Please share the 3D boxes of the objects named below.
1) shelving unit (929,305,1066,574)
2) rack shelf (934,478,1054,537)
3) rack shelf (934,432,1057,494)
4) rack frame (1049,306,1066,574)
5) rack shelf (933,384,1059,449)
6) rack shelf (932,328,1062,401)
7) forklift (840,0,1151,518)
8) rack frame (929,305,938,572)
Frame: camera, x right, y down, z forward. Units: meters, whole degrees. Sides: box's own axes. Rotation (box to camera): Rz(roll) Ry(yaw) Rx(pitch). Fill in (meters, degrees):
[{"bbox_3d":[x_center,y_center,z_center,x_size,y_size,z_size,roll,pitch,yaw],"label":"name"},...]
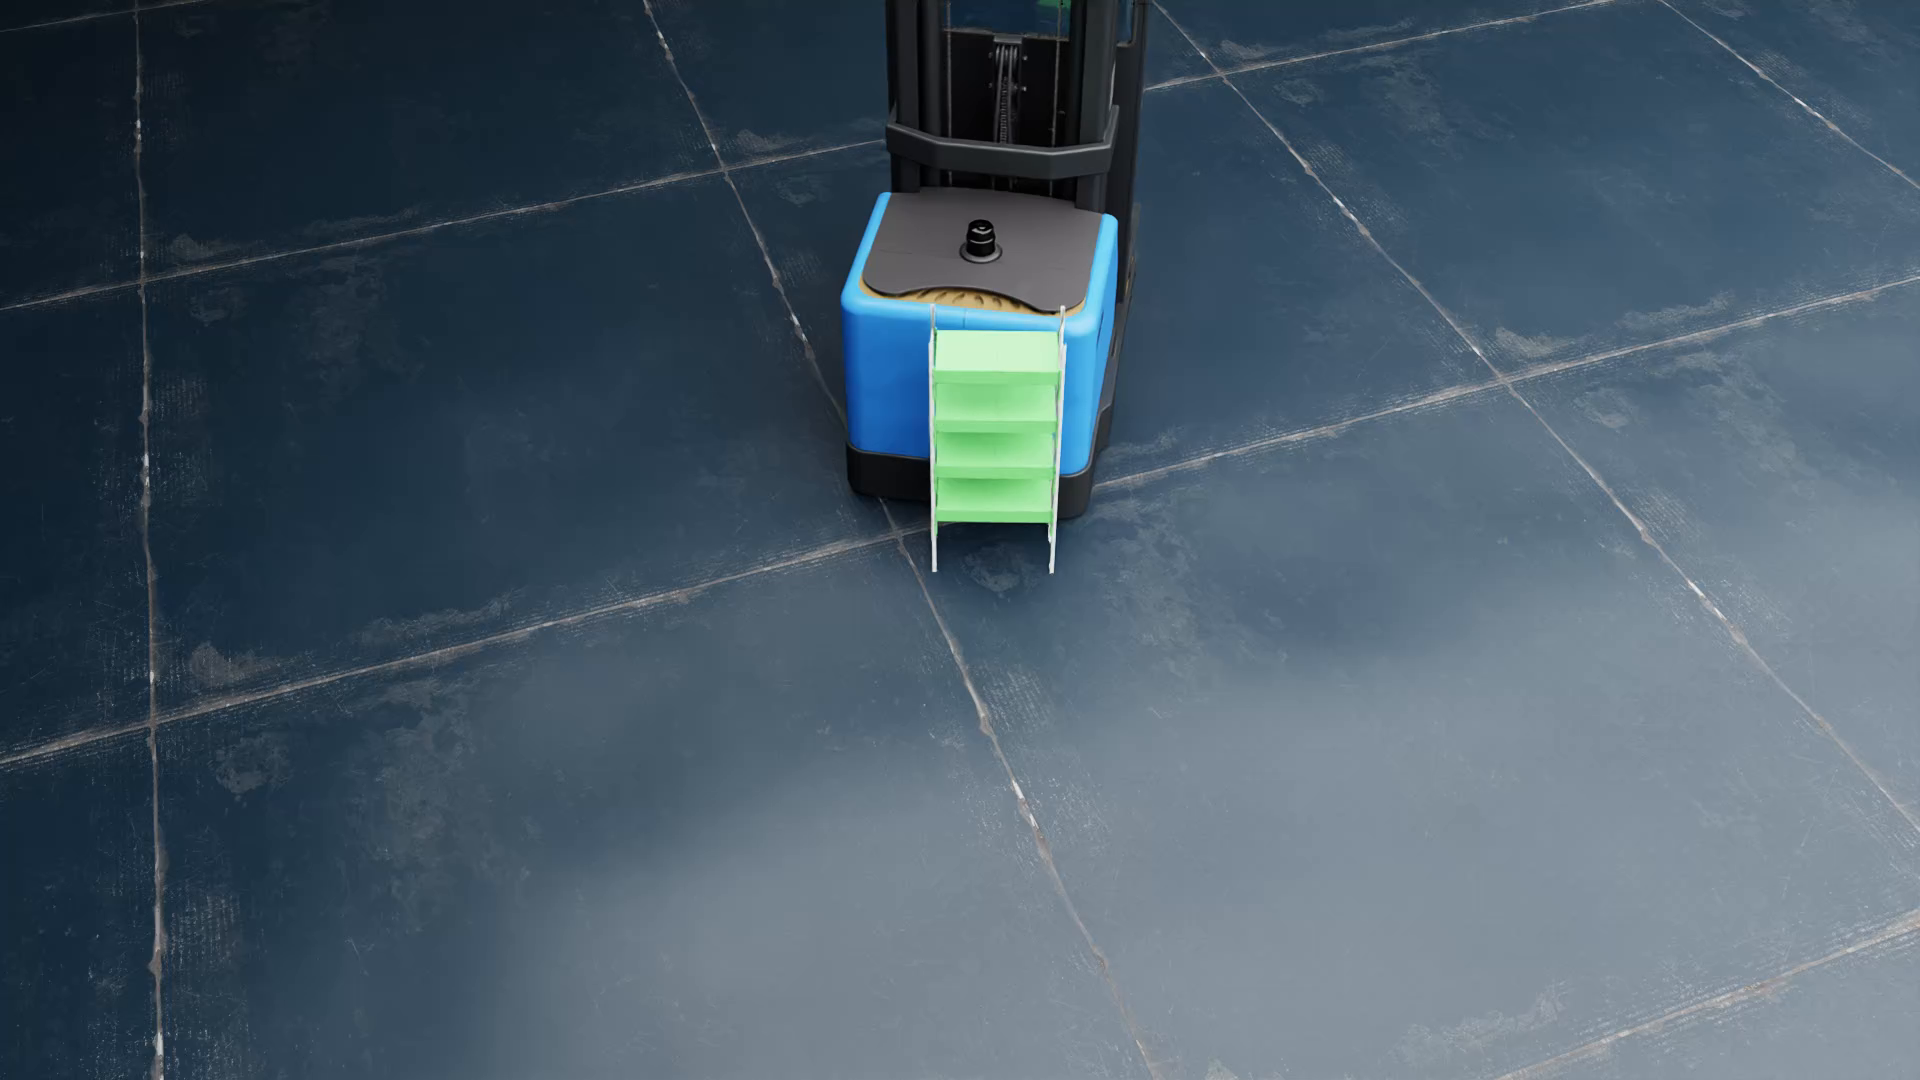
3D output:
[{"bbox_3d":[0.139,-0.371,6.582,0.503,1.200,0.258,1,45,1],"label":"shelving unit"},{"bbox_3d":[0.139,-0.157,6.798,0.480,0.148,0.258,1,45,1],"label":"rack shelf"},{"bbox_3d":[0.139,-0.326,6.628,0.480,0.148,0.258,1,45,1],"label":"rack shelf"},{"bbox_3d":[0.383,-0.368,6.579,0.015,1.200,0.240,1,45,1],"label":"rack frame"},{"bbox_3d":[0.139,-0.496,6.458,0.480,0.148,0.258,1,45,1],"label":"rack shelf"},{"bbox_3d":[0.139,-0.665,6.288,0.480,0.148,0.258,1,45,1],"label":"rack shelf"},{"bbox_3d":[0.278,-2.185,7.167,1.130,2.935,3.031,7,46,7],"label":"forklift"},{"bbox_3d":[-0.105,-0.375,6.586,0.015,1.200,0.240,1,45,1],"label":"rack frame"}]
